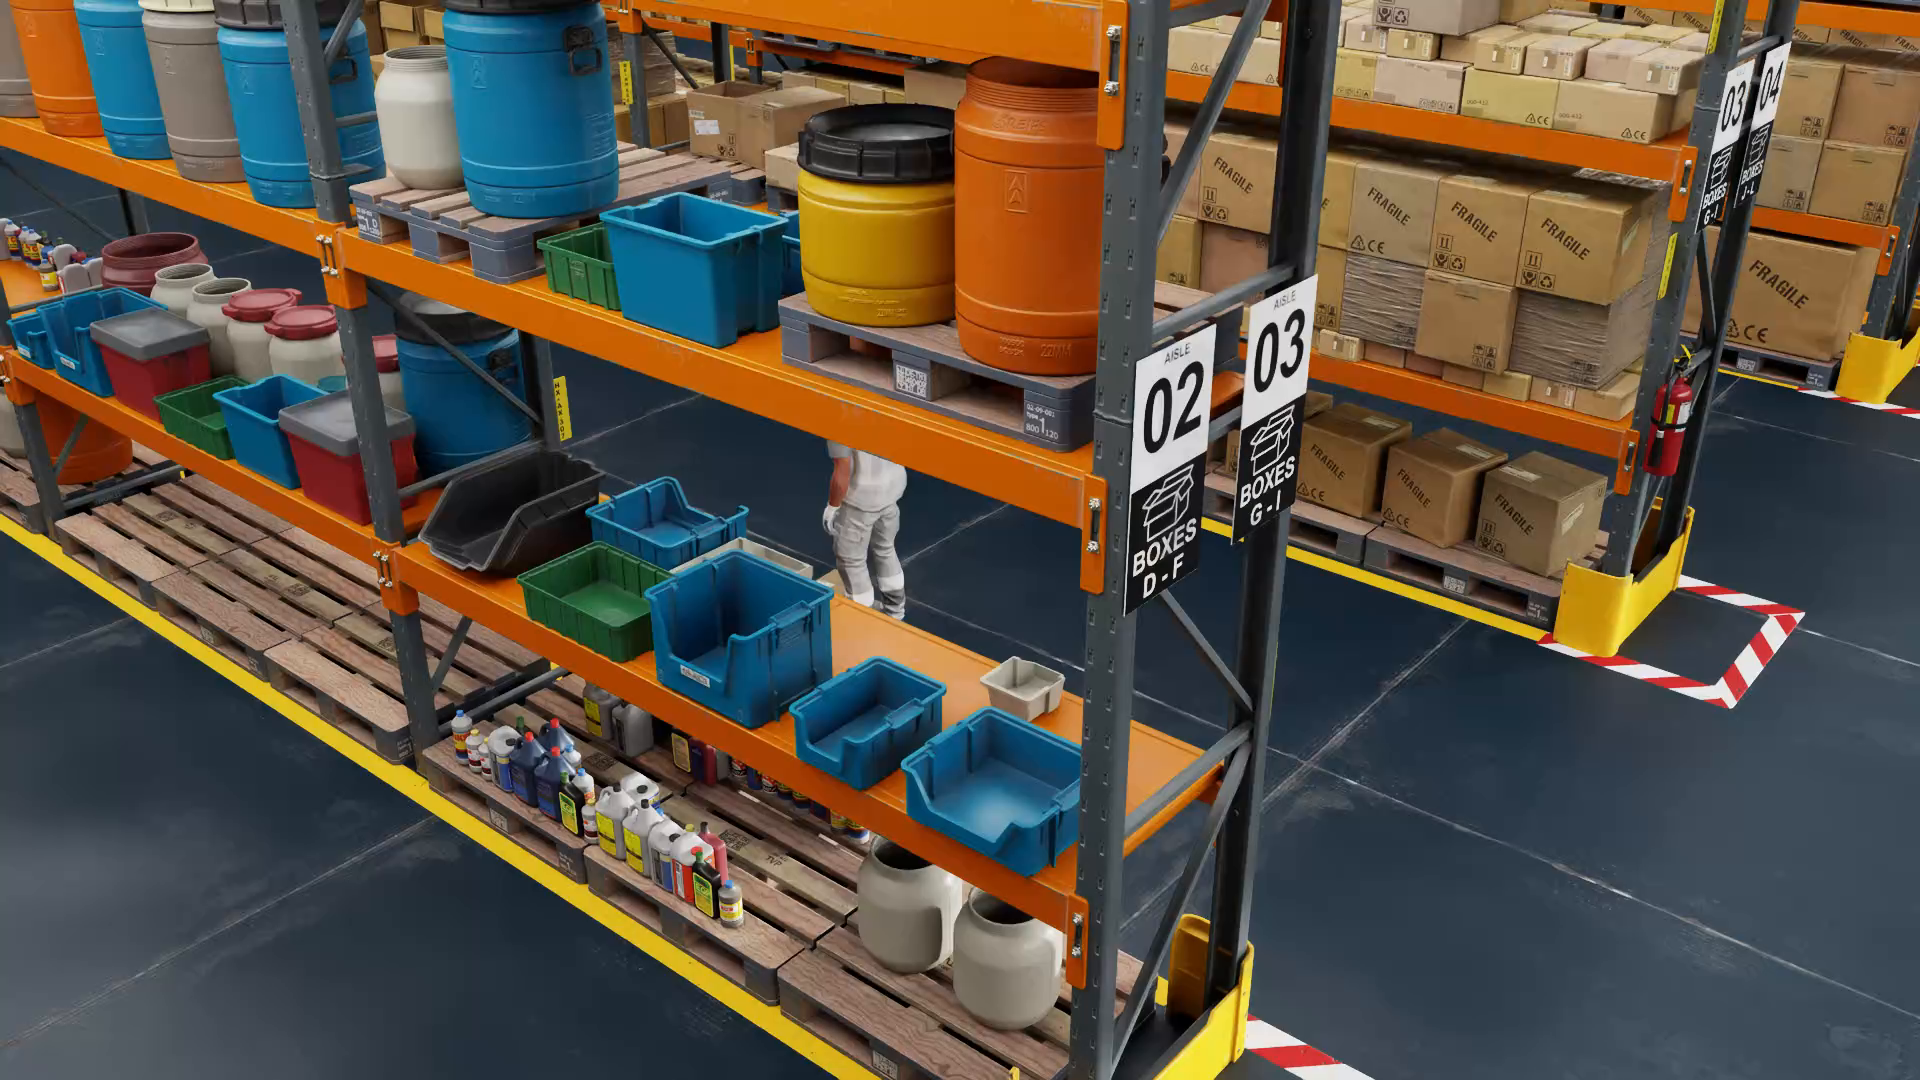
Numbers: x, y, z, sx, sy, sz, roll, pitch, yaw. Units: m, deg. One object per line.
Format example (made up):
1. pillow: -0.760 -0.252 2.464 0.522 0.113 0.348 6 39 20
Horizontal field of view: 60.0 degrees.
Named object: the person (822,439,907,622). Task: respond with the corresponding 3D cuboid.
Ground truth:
1. person: -0.535 -0.251 9.093 0.453 1.778 0.616 18 32 32
